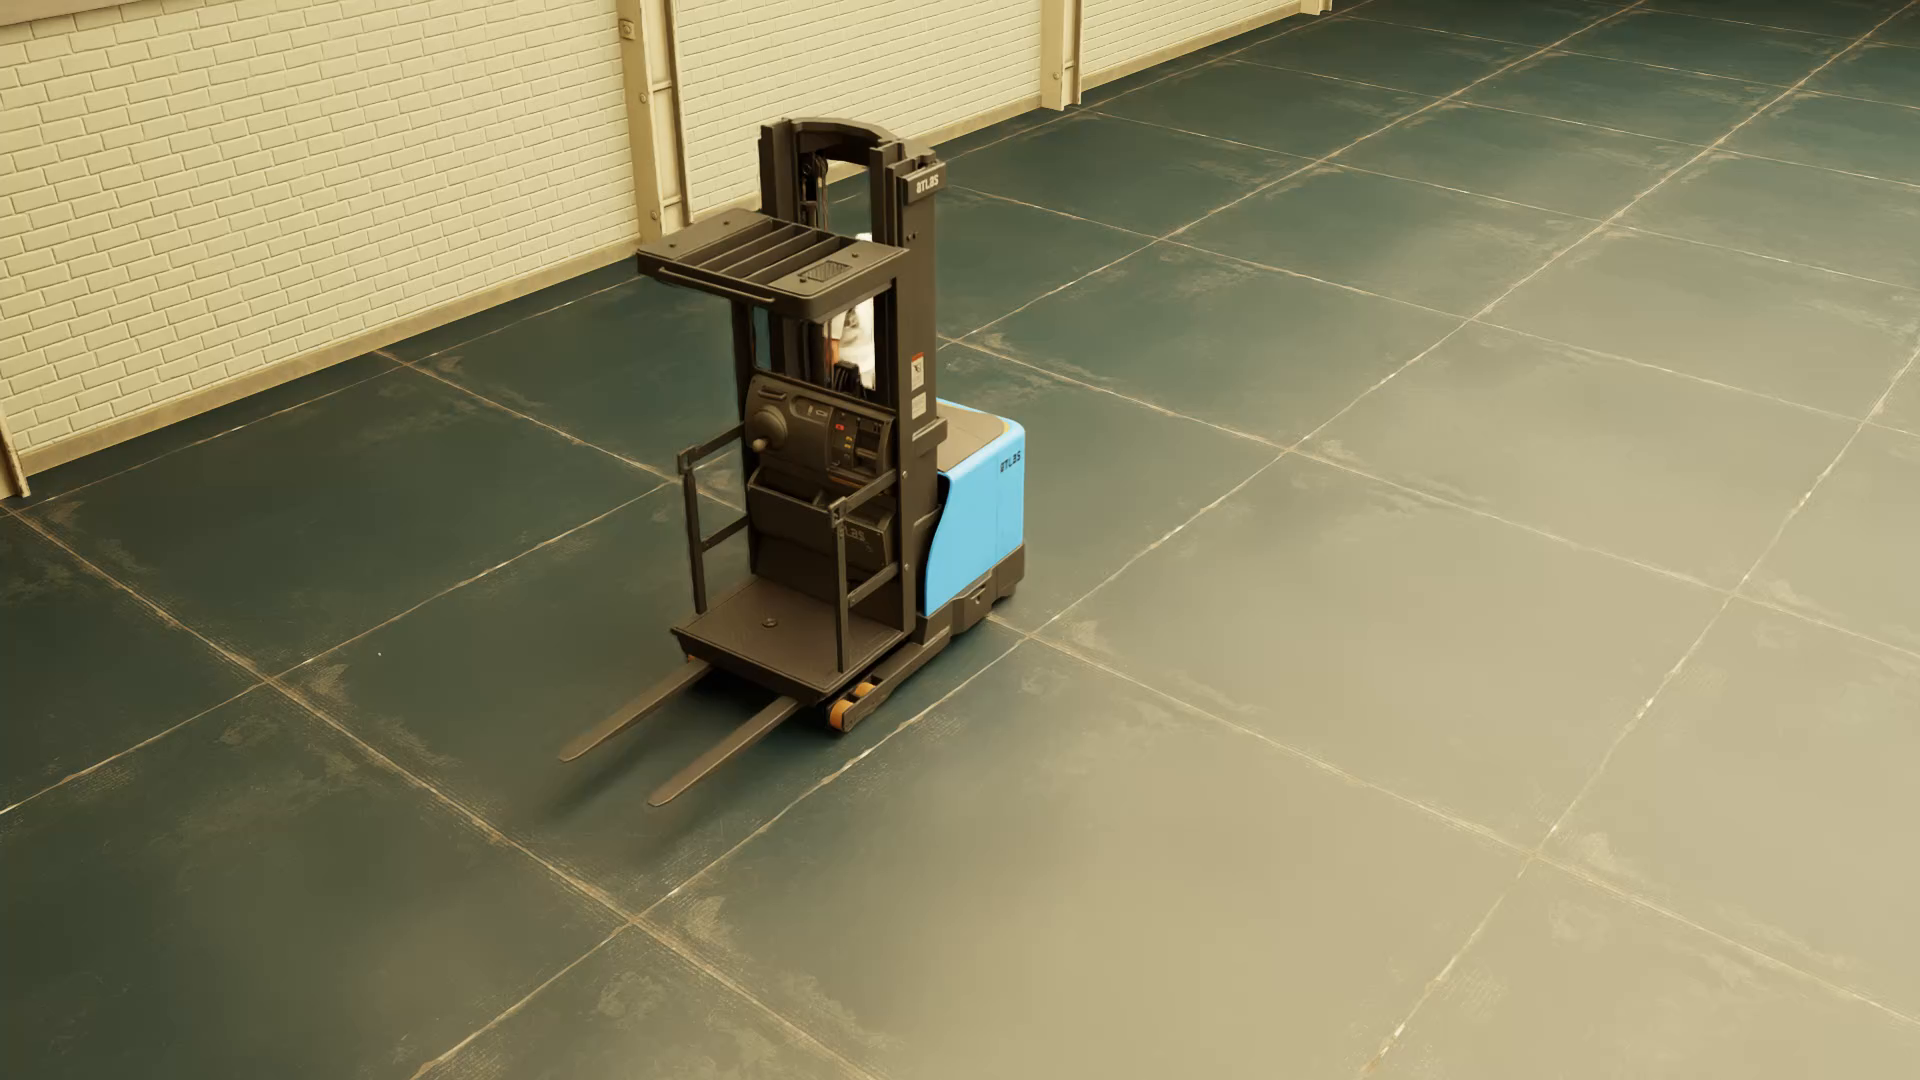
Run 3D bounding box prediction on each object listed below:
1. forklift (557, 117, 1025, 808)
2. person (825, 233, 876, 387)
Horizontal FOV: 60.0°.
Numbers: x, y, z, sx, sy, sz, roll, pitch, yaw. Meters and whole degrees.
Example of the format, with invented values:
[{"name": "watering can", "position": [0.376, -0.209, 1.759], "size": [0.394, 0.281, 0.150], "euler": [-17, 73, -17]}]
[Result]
[{"name": "forklift", "position": [-0.861, -0.530, 8.502], "size": [1.130, 2.935, 3.031], "euler": [19, 35, 29]}, {"name": "person", "position": [-0.632, -1.136, 10.707], "size": [0.414, 1.754, 0.812], "euler": [8, 31, 14]}]
